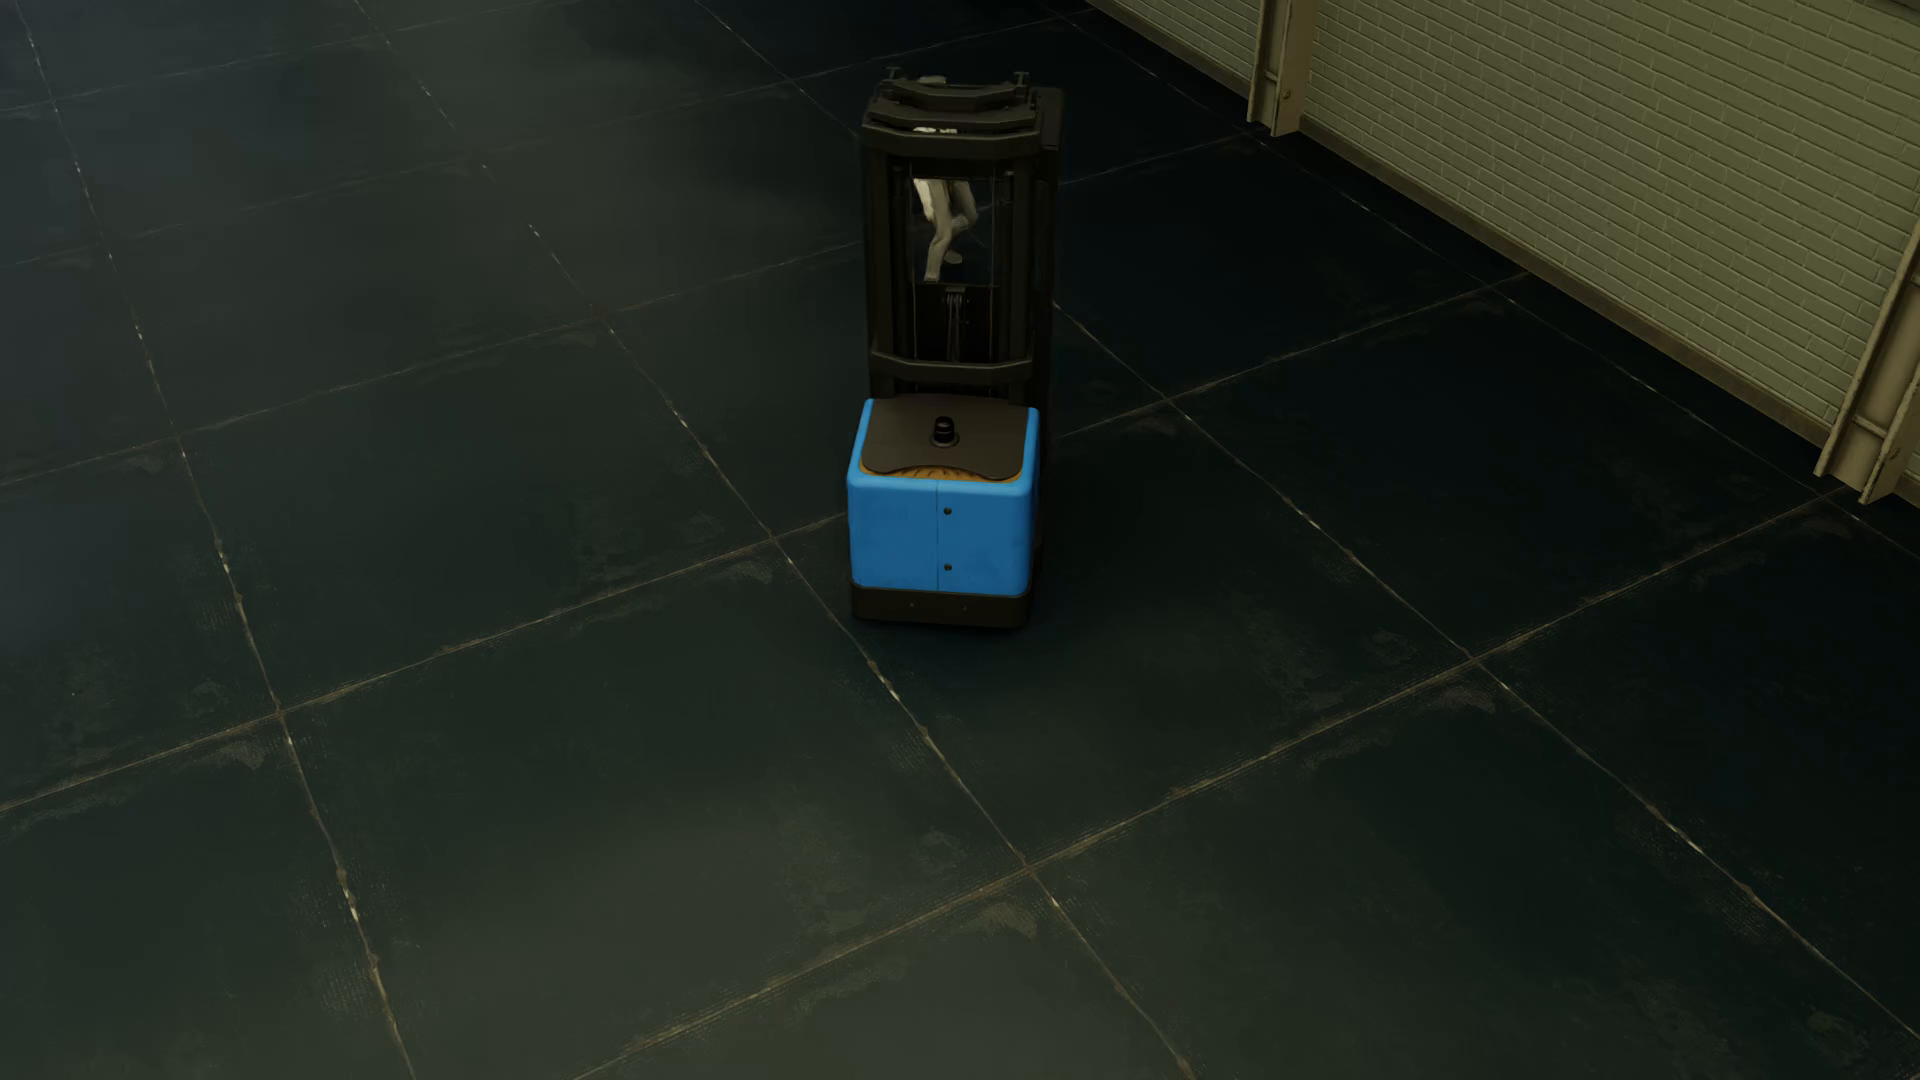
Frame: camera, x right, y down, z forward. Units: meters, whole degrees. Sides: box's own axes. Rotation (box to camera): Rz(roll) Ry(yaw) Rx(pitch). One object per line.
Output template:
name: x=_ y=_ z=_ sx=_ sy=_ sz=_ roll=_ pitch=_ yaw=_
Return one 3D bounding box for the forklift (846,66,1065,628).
forklift: x=0.019 y=-1.549 z=9.904 sx=1.130 sy=2.935 sz=3.031 roll=4 pitch=40 yaw=4

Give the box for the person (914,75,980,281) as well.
person: x=-0.120 y=-2.647 z=12.271 sx=0.480 sy=1.588 sz=0.708 roll=21 pitch=44 yaw=23
